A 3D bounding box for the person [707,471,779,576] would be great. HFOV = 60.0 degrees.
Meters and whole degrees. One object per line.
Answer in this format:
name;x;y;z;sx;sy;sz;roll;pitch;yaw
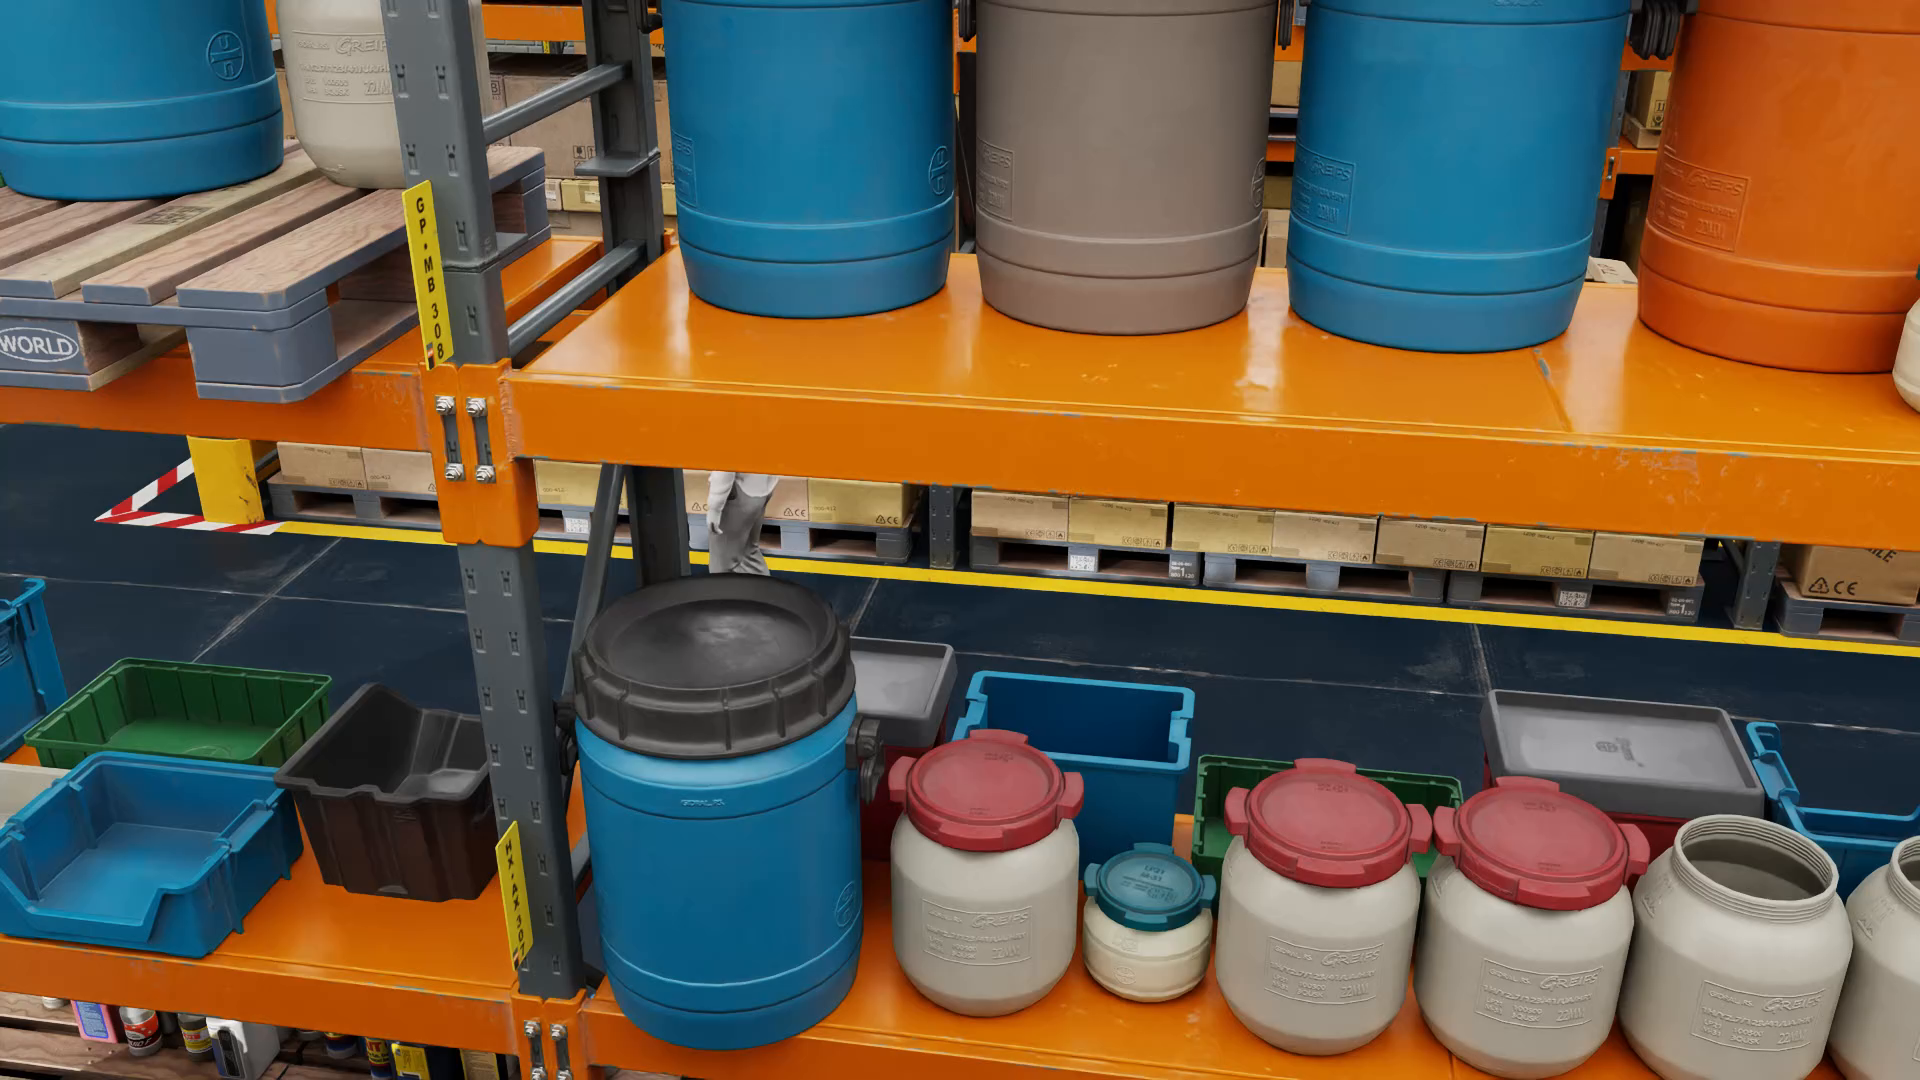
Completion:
person;-1.037;-0.226;7.587;0.404;1.663;0.530;4;25;9
